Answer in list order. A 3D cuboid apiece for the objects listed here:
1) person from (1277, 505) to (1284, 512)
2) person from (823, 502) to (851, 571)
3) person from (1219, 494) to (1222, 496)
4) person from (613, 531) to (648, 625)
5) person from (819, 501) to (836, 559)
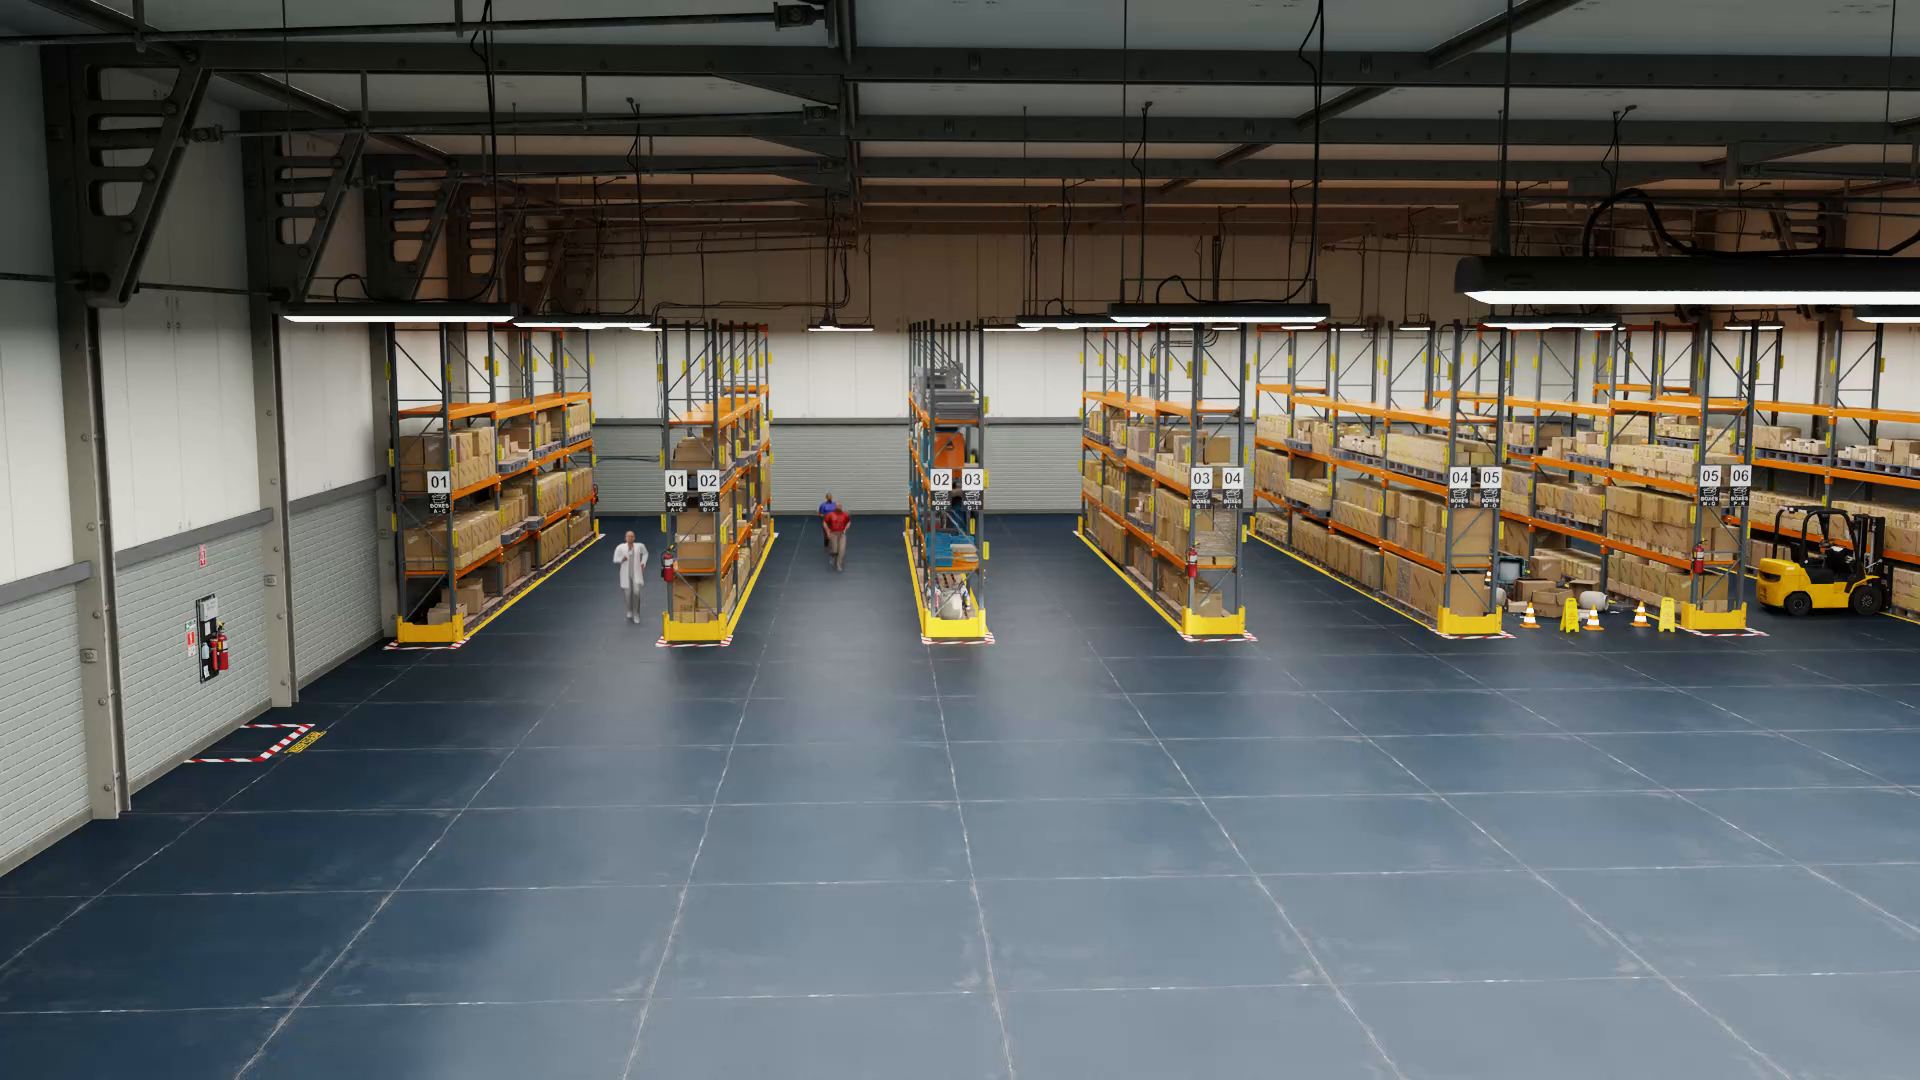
[{"bbox_3d":[9.606,-1.180,49.172,0.851,1.692,0.579,-1,7,-10],"label":"person"},{"bbox_3d":[-2.973,-0.100,40.439,0.679,1.676,0.622,-2,7,-19],"label":"person"},{"bbox_3d":[7.174,-0.971,47.779,0.663,1.572,0.864,6,9,41],"label":"person"},{"bbox_3d":[-6.572,0.730,33.229,0.685,1.831,0.832,-1,7,-11],"label":"person"},{"bbox_3d":[-3.373,-0.294,42.887,0.542,1.457,0.928,-2,7,-12],"label":"person"}]
